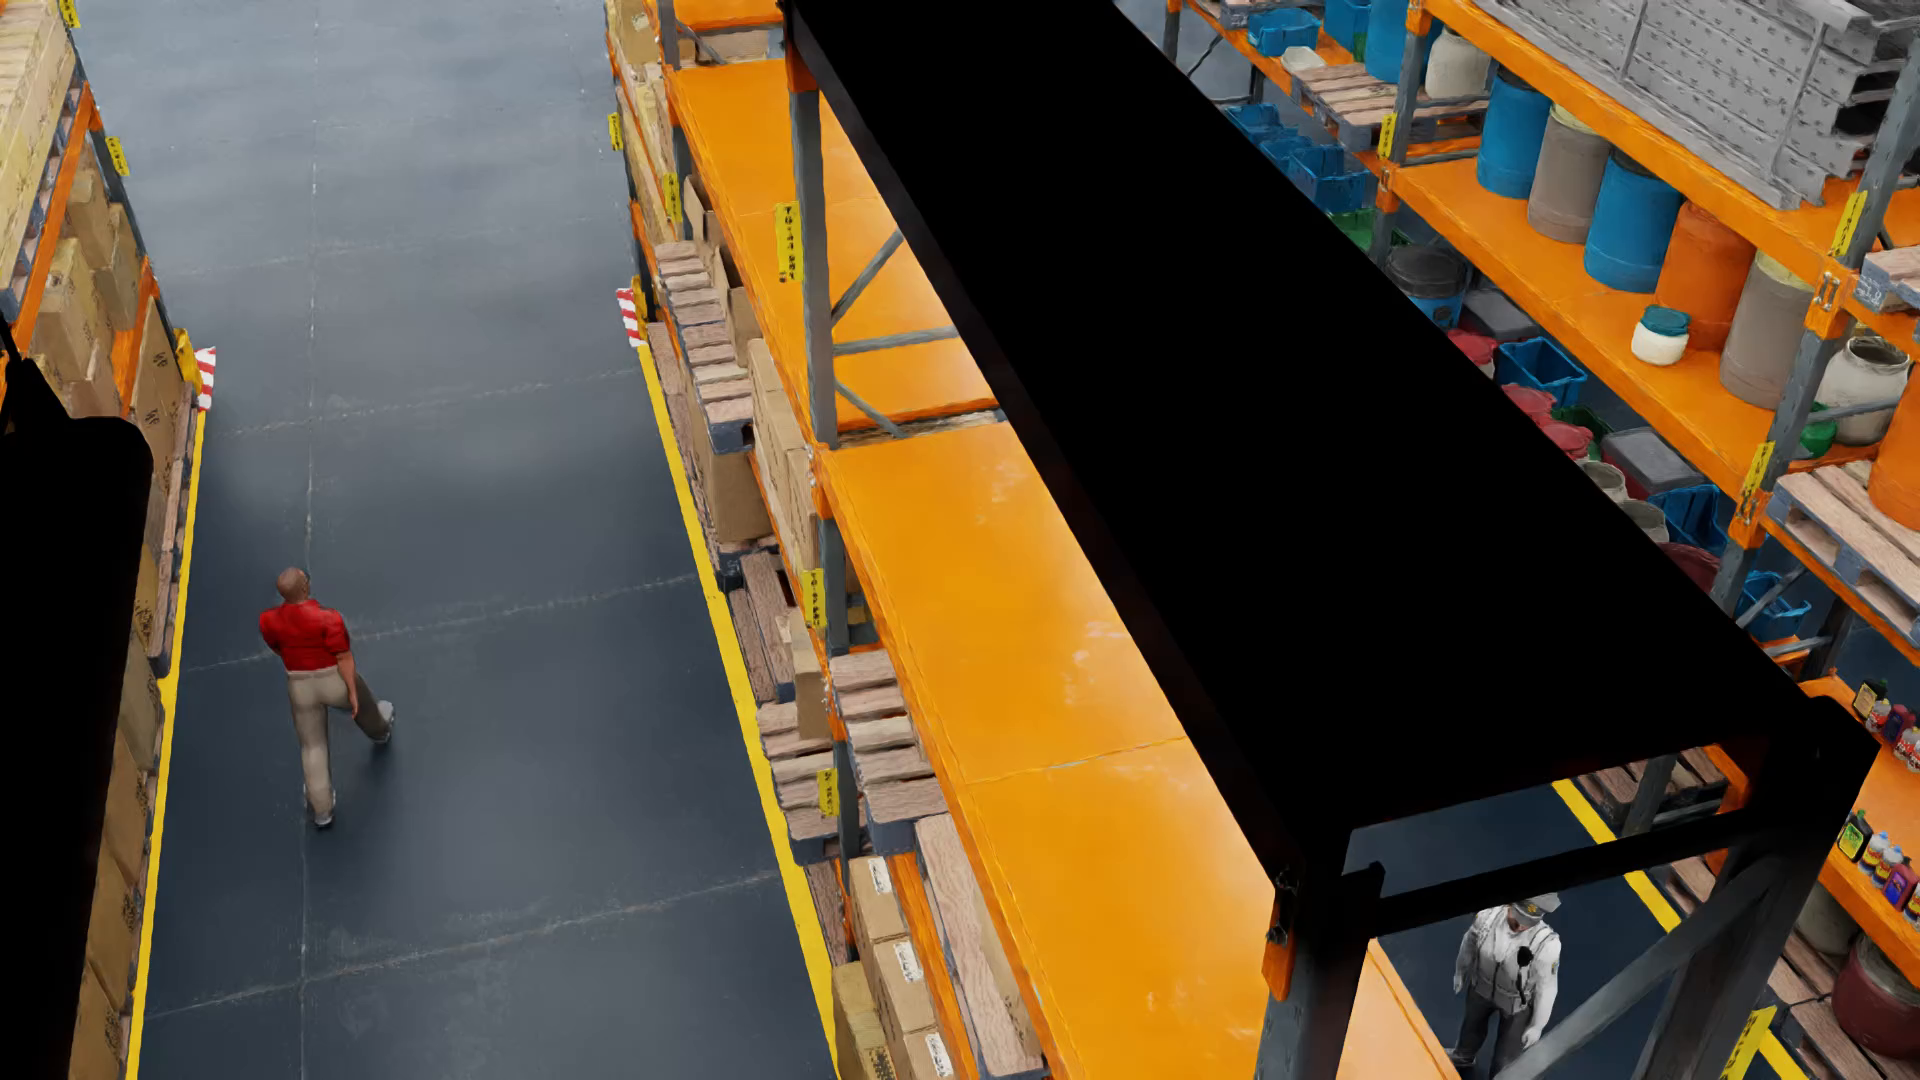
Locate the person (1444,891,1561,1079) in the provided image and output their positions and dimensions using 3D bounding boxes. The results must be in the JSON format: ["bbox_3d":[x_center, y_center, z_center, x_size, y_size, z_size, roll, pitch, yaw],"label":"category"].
[{"bbox_3d":[2.736,2.342,8.498,0.426,1.684,0.553,-29,47,-32],"label":"person"}]

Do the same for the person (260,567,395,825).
[{"bbox_3d":[-3.999,0.841,10.401,0.533,1.649,1.022,-5,39,-6],"label":"person"}]
